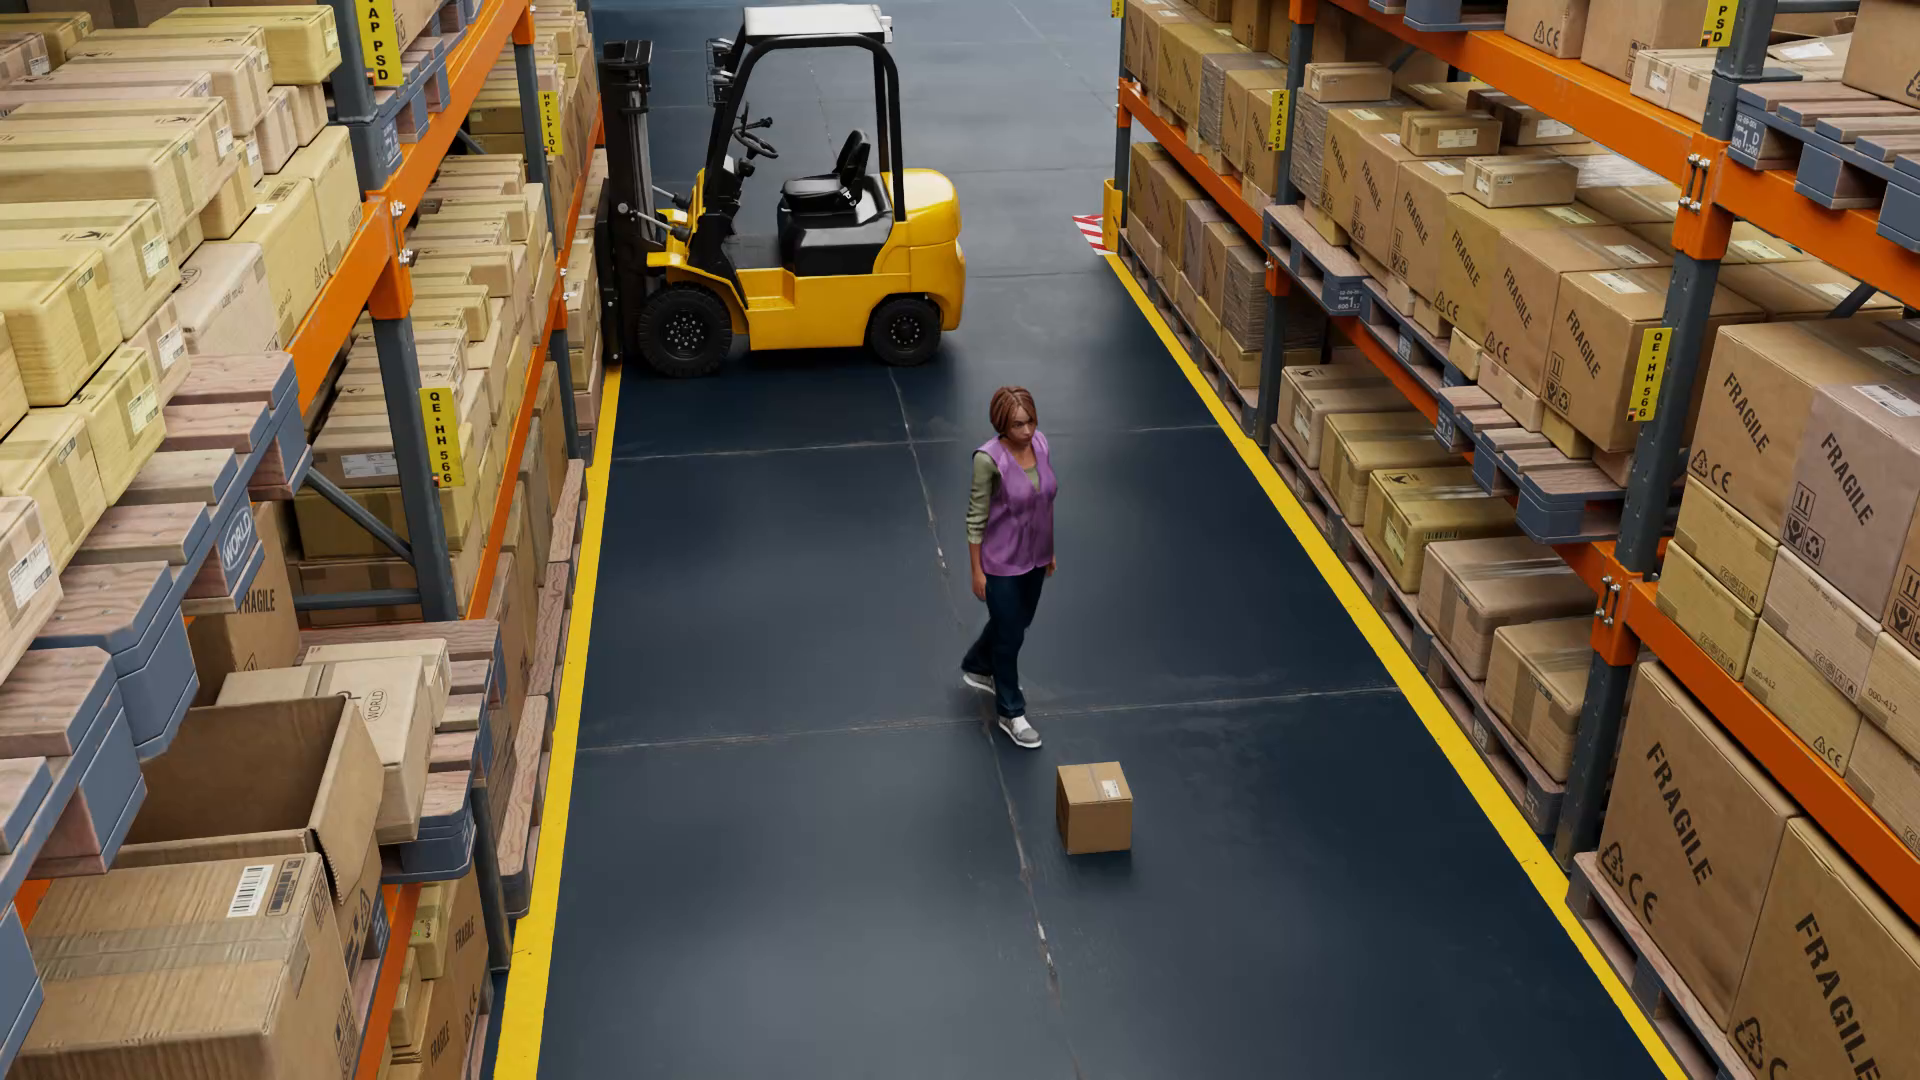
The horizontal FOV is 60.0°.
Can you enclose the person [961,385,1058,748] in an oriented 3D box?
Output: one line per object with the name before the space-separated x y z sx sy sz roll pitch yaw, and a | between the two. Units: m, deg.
person | 0.195 0.082 6.973 0.430 1.591 0.557 -24 36 -38
